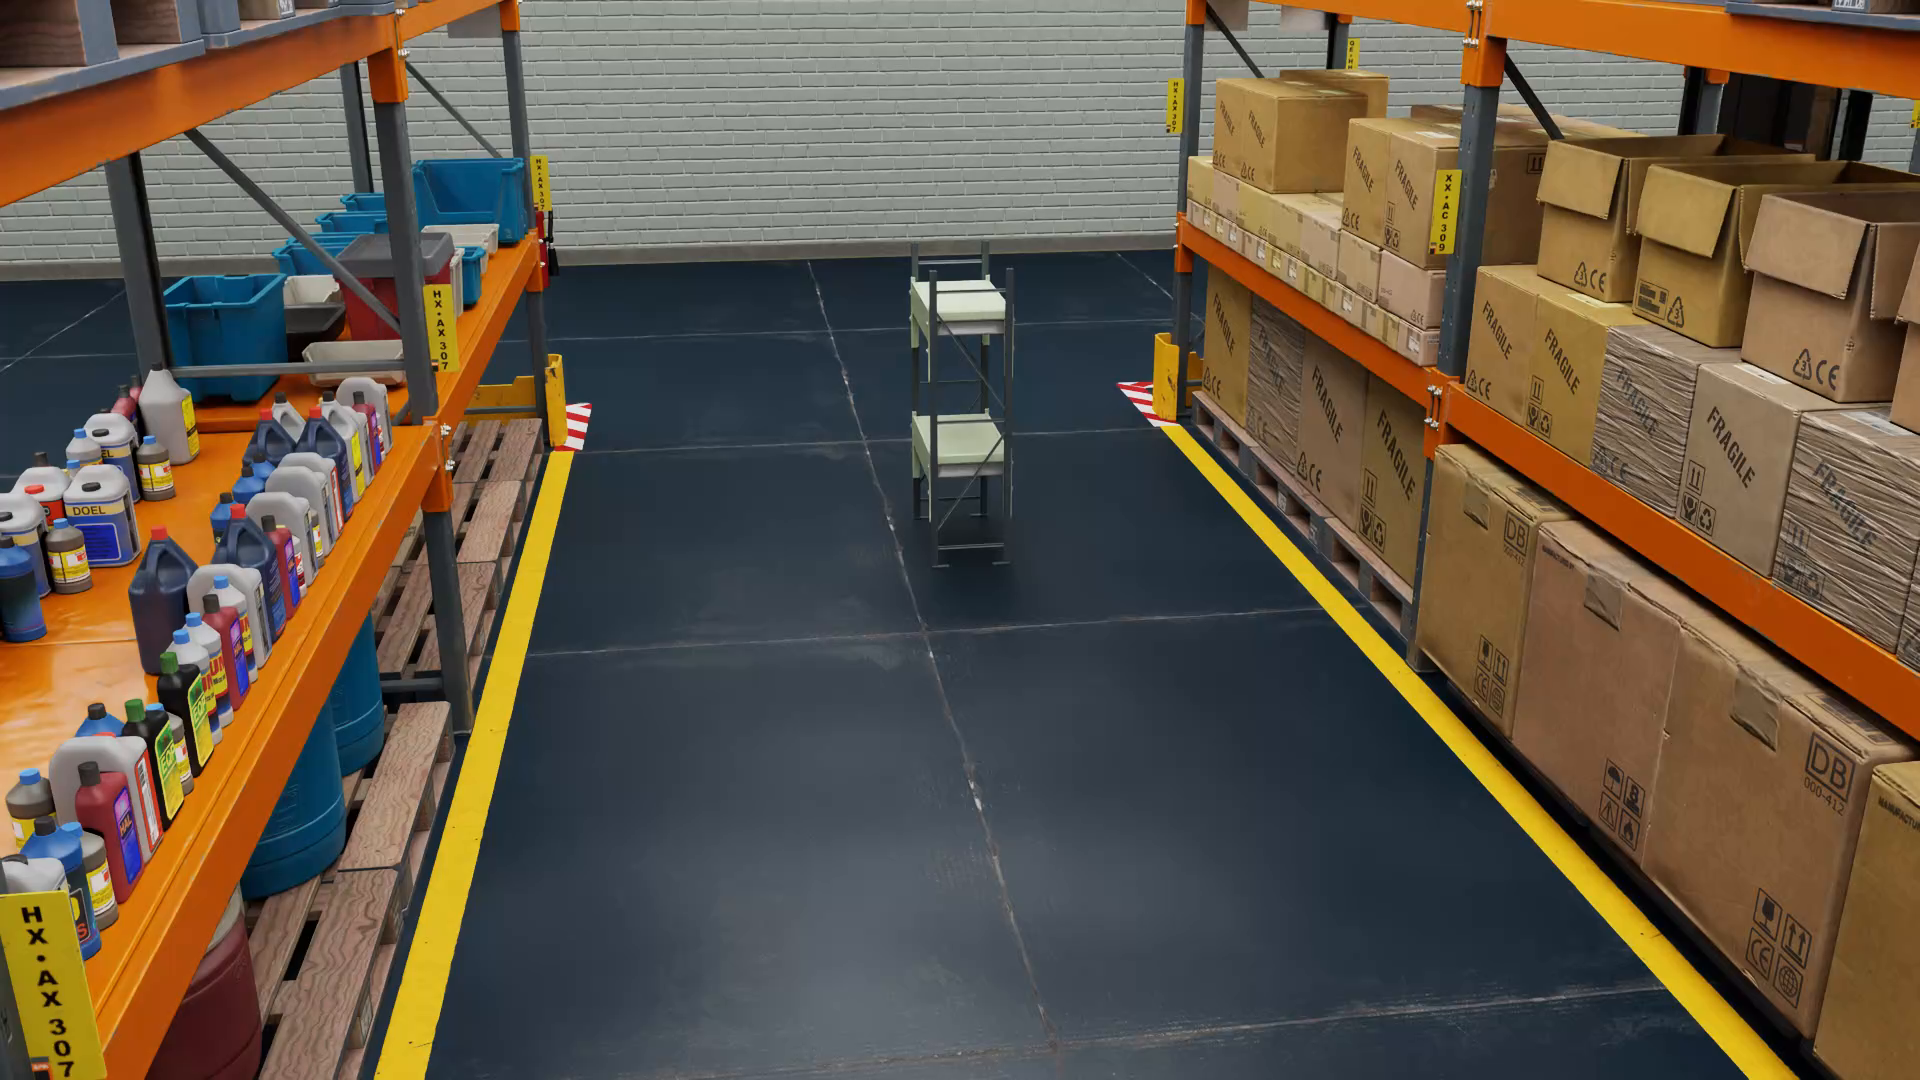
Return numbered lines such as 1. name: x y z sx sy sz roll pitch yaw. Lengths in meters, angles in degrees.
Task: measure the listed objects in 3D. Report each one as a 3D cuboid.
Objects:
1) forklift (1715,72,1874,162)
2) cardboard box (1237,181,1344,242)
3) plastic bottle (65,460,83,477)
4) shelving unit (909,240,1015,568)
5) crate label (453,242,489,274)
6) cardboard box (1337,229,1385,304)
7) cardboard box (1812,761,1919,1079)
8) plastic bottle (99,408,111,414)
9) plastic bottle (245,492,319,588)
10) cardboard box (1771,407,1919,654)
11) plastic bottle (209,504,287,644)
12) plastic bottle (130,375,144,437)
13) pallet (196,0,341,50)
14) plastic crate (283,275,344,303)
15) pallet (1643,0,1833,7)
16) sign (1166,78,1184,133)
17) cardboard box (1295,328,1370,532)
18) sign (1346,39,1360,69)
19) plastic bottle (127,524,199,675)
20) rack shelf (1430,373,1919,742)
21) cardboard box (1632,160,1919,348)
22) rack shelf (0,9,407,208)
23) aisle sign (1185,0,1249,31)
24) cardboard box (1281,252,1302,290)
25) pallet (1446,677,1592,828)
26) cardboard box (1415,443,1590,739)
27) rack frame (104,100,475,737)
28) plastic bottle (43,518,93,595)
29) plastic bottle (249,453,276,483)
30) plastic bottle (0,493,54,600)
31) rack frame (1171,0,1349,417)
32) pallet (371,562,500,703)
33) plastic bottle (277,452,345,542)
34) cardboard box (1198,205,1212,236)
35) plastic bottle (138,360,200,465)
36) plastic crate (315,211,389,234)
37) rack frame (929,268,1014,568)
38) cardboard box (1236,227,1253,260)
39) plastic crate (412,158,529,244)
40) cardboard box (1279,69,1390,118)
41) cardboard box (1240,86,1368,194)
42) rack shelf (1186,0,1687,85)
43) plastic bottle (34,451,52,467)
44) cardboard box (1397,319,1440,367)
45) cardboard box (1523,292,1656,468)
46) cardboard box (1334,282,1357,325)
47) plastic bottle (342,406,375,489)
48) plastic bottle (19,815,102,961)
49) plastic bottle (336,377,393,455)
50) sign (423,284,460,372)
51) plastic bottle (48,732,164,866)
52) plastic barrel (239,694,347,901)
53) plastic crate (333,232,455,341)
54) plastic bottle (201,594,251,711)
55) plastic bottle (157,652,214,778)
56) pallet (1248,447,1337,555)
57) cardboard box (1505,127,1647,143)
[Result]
1. forklift: 4.910 -1.695 9.066 3.031 2.935 1.130 18 27 39
2. cardboard box: 1.827 -1.791 9.013 0.500 0.250 0.500 -4 21 -10
3. plastic bottle: -2.704 -0.146 5.104 0.097 0.201 0.097 0 20 0
4. shelving unit: 0.001 -0.700 8.448 0.431 1.500 0.755 -3 21 -8
5. crate label: -2.639 -1.440 8.577 0.396 0.136 0.243 -3 21 -8
6. cardboard box: 2.050 -1.258 7.586 0.500 0.250 0.500 -2 21 -6
7. cardboard box: 2.948 1.073 3.992 1.225 0.875 0.875 -4 21 -10
8. plastic bottle: -2.752 -0.293 5.397 0.097 0.271 0.097 0 20 0
9. plastic bottle: -1.896 -0.014 4.644 0.152 0.276 0.135 -3 21 -8
10. cardboard box: 2.567 -0.043 4.401 0.500 0.500 0.500 -4 21 -10
11. plastic bottle: -1.835 0.086 4.270 0.144 0.351 0.185 -3 21 -8
12. plastic bottle: -2.820 -0.417 5.713 0.061 0.283 0.133 -3 21 -8
13. pallet: -2.074 -1.278 3.834 1.003 0.211 1.213 -3 21 -8
14. plastic crate: -2.999 -1.113 7.699 0.293 0.136 0.466 -3 21 -8
15. pallet: 2.632 -1.871 5.424 0.805 0.209 1.217 -4 21 -10
16. sign: 1.324 -2.672 10.232 0.100 0.325 0.005 -3 21 -8
17. cardboard box: 2.305 -0.616 8.514 0.875 0.875 0.875 -3 21 -8
18. sign: 2.413 -2.931 10.283 0.100 0.325 0.005 -3 21 -8
19. plastic bottle: -1.966 0.140 4.124 0.144 0.351 0.185 -3 21 -8
20. rack shelf: 2.739 0.159 5.031 1.077 0.370 4.000 -3 21 -8
21. cardboard box: 2.638 -0.928 5.337 0.797 0.503 0.637 -3 21 -7
22. rack shelf: -2.162 -0.996 3.837 1.077 0.370 4.000 -3 21 -8
23. aisle sign: 1.567 -3.483 10.038 0.394 0.787 0.004 -3 21 -8
24. cardboard box: 1.861 -1.375 8.469 0.380 0.149 0.250 -3 21 -7
25. pallet: 2.637 0.699 6.542 1.003 0.211 1.213 -3 21 -8
26. cardboard box: 2.563 0.149 6.467 1.225 0.875 0.875 -3 21 -8
27. rack frame: -2.450 -0.620 6.090 1.000 3.000 0.127 -3 21 -8
28. plastic bottle: -2.473 0.040 4.605 0.097 0.201 0.097 0 20 0
29. plastic bottle: -2.069 -0.126 4.951 0.097 0.271 0.097 0 20 0
30. plastic bottle: -2.594 0.018 4.558 0.152 0.276 0.135 -3 21 -8
31. rack frame: 1.874 -2.255 10.467 1.000 3.000 0.127 -3 21 -8
32. pallet: -2.595 0.433 7.254 1.003 0.211 1.213 -3 21 -8
33. plastic bottle: -1.948 -0.141 4.984 0.152 0.276 0.135 -3 21 -8
34. cardboard box: 1.637 -1.909 9.900 0.380 0.149 0.250 -3 21 -9
35. plastic bottle: -2.715 -0.445 5.691 0.144 0.351 0.185 -3 21 -8
36. plastic crate: -3.222 -1.625 8.933 0.416 0.233 0.300 -3 21 -8
37. rack frame: 0.054 -0.574 8.108 0.400 1.500 0.023 -3 21 -8
38. cardboard box: 1.749 -1.642 9.185 0.380 0.149 0.250 -3 21 -9
39. plastic crate: -2.794 -1.944 9.496 0.616 0.435 0.499 -3 21 -8
40. cardboard box: 2.204 -2.520 9.894 0.500 0.500 0.500 -3 21 -7
41. cardboard box: 1.829 -2.144 8.886 0.500 0.500 0.500 -3 21 -9
42. rack shelf: 2.162 -2.631 8.214 1.077 0.370 4.000 -3 21 -8
43. plastic bottle: -2.692 -0.110 4.890 0.061 0.283 0.133 -3 21 -8
44. cardboard box: 2.083 -0.842 7.041 0.380 0.149 0.250 -3 21 -7
45. cardboard box: 2.343 -0.571 5.815 0.500 0.500 0.500 -3 21 -8
46. cardboard box: 1.971 -1.109 7.756 0.380 0.149 0.250 -3 21 -7
47. plastic bottle: -2.021 -0.316 5.452 0.152 0.276 0.135 -3 21 -8
48. plastic bottle: -1.606 0.617 2.961 0.097 0.271 0.097 0 20 0
49. plastic bottle: -2.074 -0.442 5.790 0.152 0.276 0.135 -3 21 -8
50. sign: -1.906 -0.777 6.114 0.100 0.325 0.005 -3 21 -8
51. plastic bottle: -1.683 0.496 3.278 0.152 0.276 0.135 -3 21 -8
52. plastic barrel: -2.287 0.600 5.221 0.600 0.901 0.708 -3 21 -8
53. plastic crate: -2.331 -1.000 6.930 0.402 0.464 0.583 -3 21 -8
54. plastic bottle: -1.738 0.251 3.925 0.061 0.283 0.133 -3 21 -8
55. plastic bottle: -1.690 0.364 3.621 0.061 0.283 0.133 -3 21 -8
56. pallet: 2.239 -0.254 9.096 1.003 0.211 1.213 -3 21 -8
57. cardboard box: 2.635 -1.469 7.081 0.500 0.500 0.500 -3 21 -8
